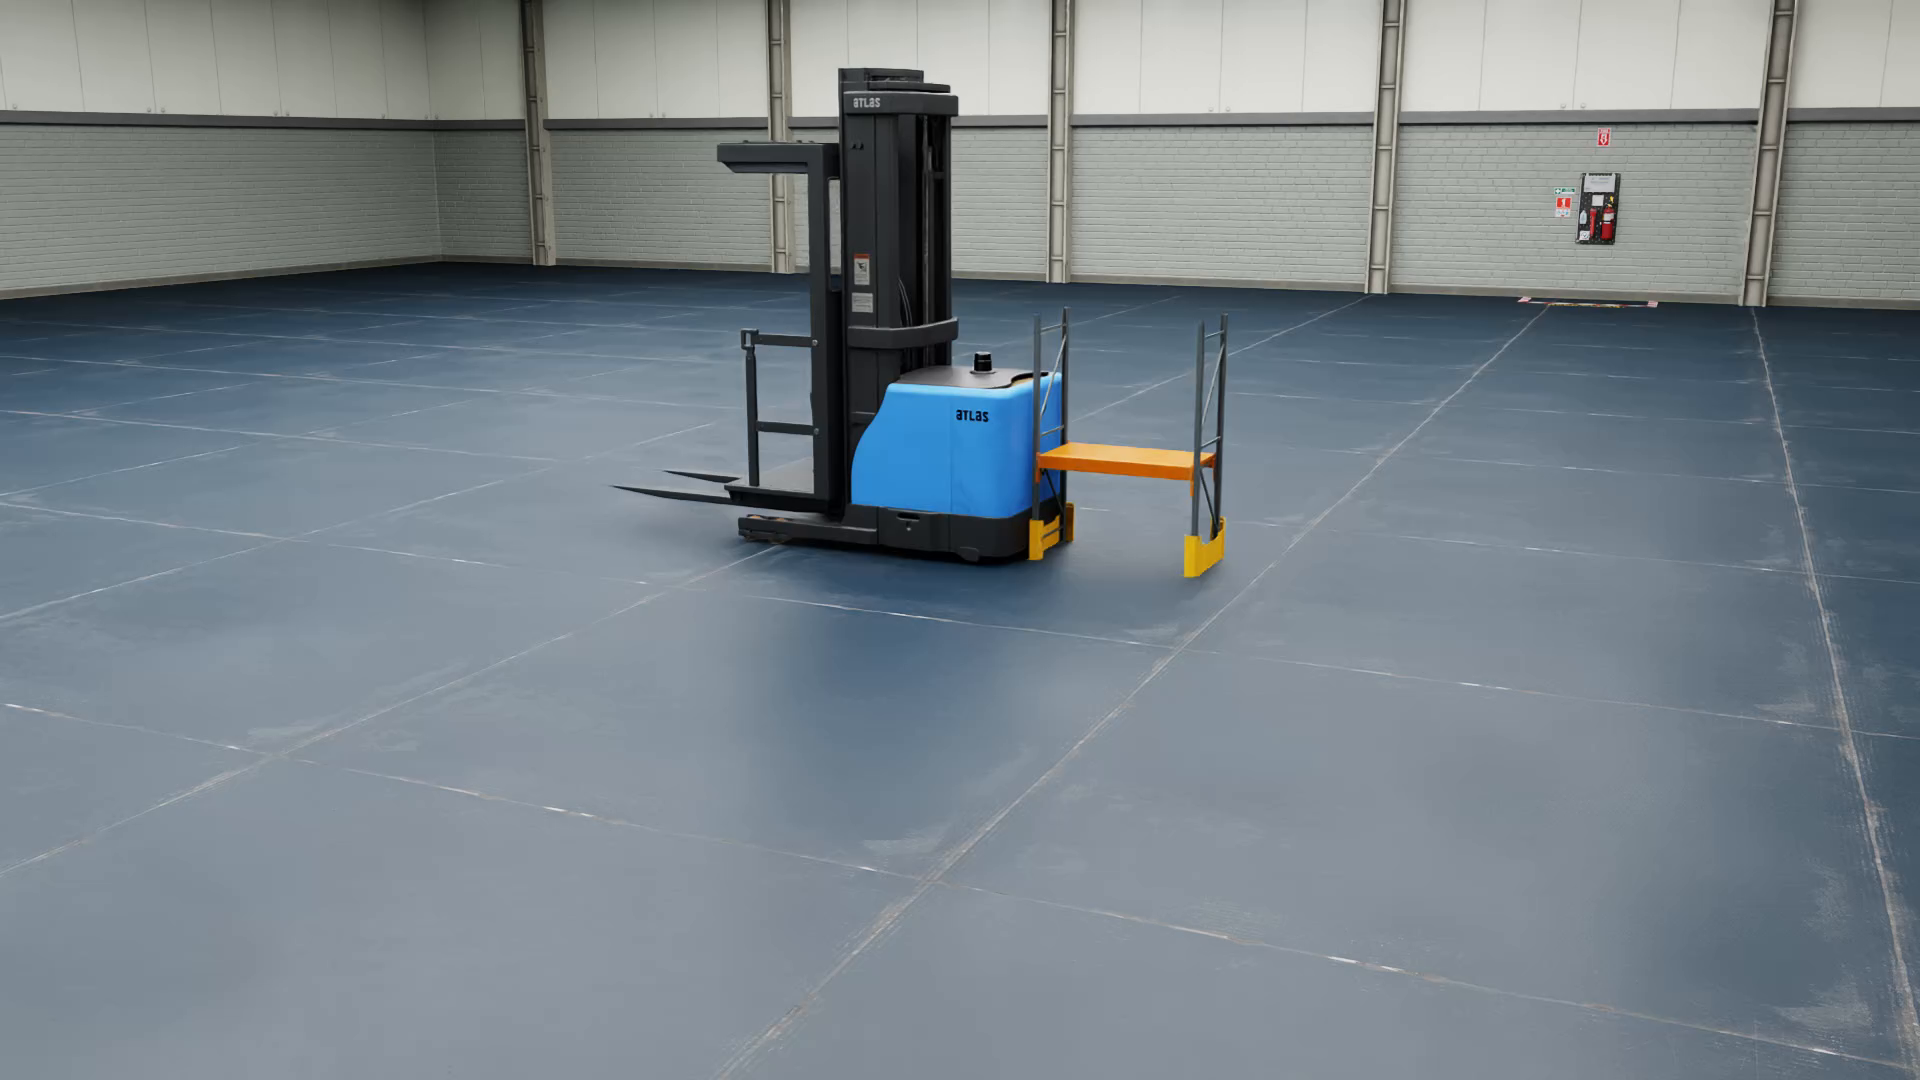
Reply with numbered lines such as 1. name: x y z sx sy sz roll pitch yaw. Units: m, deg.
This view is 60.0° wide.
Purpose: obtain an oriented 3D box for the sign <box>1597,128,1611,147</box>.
1. sign: 10.637 -6.653 27.467 0.199 0.298 0.001 6 14 23

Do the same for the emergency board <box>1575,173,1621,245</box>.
1. emergency board: 10.604 -5.503 27.640 0.643 1.169 0.194 6 14 23

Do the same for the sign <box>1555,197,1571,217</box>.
1. sign: 10.140 -5.593 27.946 0.234 0.329 0.001 6 14 23

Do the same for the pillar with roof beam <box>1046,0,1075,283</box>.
1. pillar with roof beam: 0.133 -8.398 26.846 0.400 9.000 9.100 6 14 23

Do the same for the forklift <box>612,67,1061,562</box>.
1. forklift: -0.866 -1.501 10.734 3.031 2.935 1.130 6 15 25

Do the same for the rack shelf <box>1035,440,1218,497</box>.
1. rack shelf: 1.022 -0.444 10.149 1.000 0.185 0.538 6 15 25

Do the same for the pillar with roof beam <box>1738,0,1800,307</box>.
1. pillar with roof beam: 11.105 -7.288 22.114 0.400 9.000 9.100 6 14 23

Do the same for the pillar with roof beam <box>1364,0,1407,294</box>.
1. pillar with roof beam: 5.619 -7.843 24.480 0.400 9.000 9.100 6 14 23

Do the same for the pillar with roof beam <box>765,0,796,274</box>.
1. pillar with roof beam: -5.353 -8.953 29.212 0.400 9.000 9.100 6 14 23

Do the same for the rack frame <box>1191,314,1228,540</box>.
1. rack frame: 1.481 -0.569 9.897 0.032 1.500 0.500 6 15 25

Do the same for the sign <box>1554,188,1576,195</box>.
1. sign: 10.141 -5.849 27.875 0.331 0.109 0.001 6 14 23

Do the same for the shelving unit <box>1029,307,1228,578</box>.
1. shelving unit: 1.030 -0.618 10.104 1.083 1.500 0.587 6 15 25

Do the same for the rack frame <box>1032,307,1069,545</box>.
1. rack frame: 0.562 -0.668 10.320 0.032 1.500 0.500 6 15 25

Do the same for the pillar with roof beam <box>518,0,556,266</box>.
1. pillar with roof beam: -10.839 -9.508 31.578 0.400 9.000 9.100 6 14 23

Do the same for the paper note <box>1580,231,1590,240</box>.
1. paper note: 10.470 -5.105 27.872 0.142 0.148 0.016 6 14 23

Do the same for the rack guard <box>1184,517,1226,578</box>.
1. rack guard: 1.480 0.039 10.040 0.087 0.250 0.587 6 15 25

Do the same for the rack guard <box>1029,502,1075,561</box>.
1. rack guard: 0.580 -0.058 10.455 0.087 0.250 0.587 6 15 25
